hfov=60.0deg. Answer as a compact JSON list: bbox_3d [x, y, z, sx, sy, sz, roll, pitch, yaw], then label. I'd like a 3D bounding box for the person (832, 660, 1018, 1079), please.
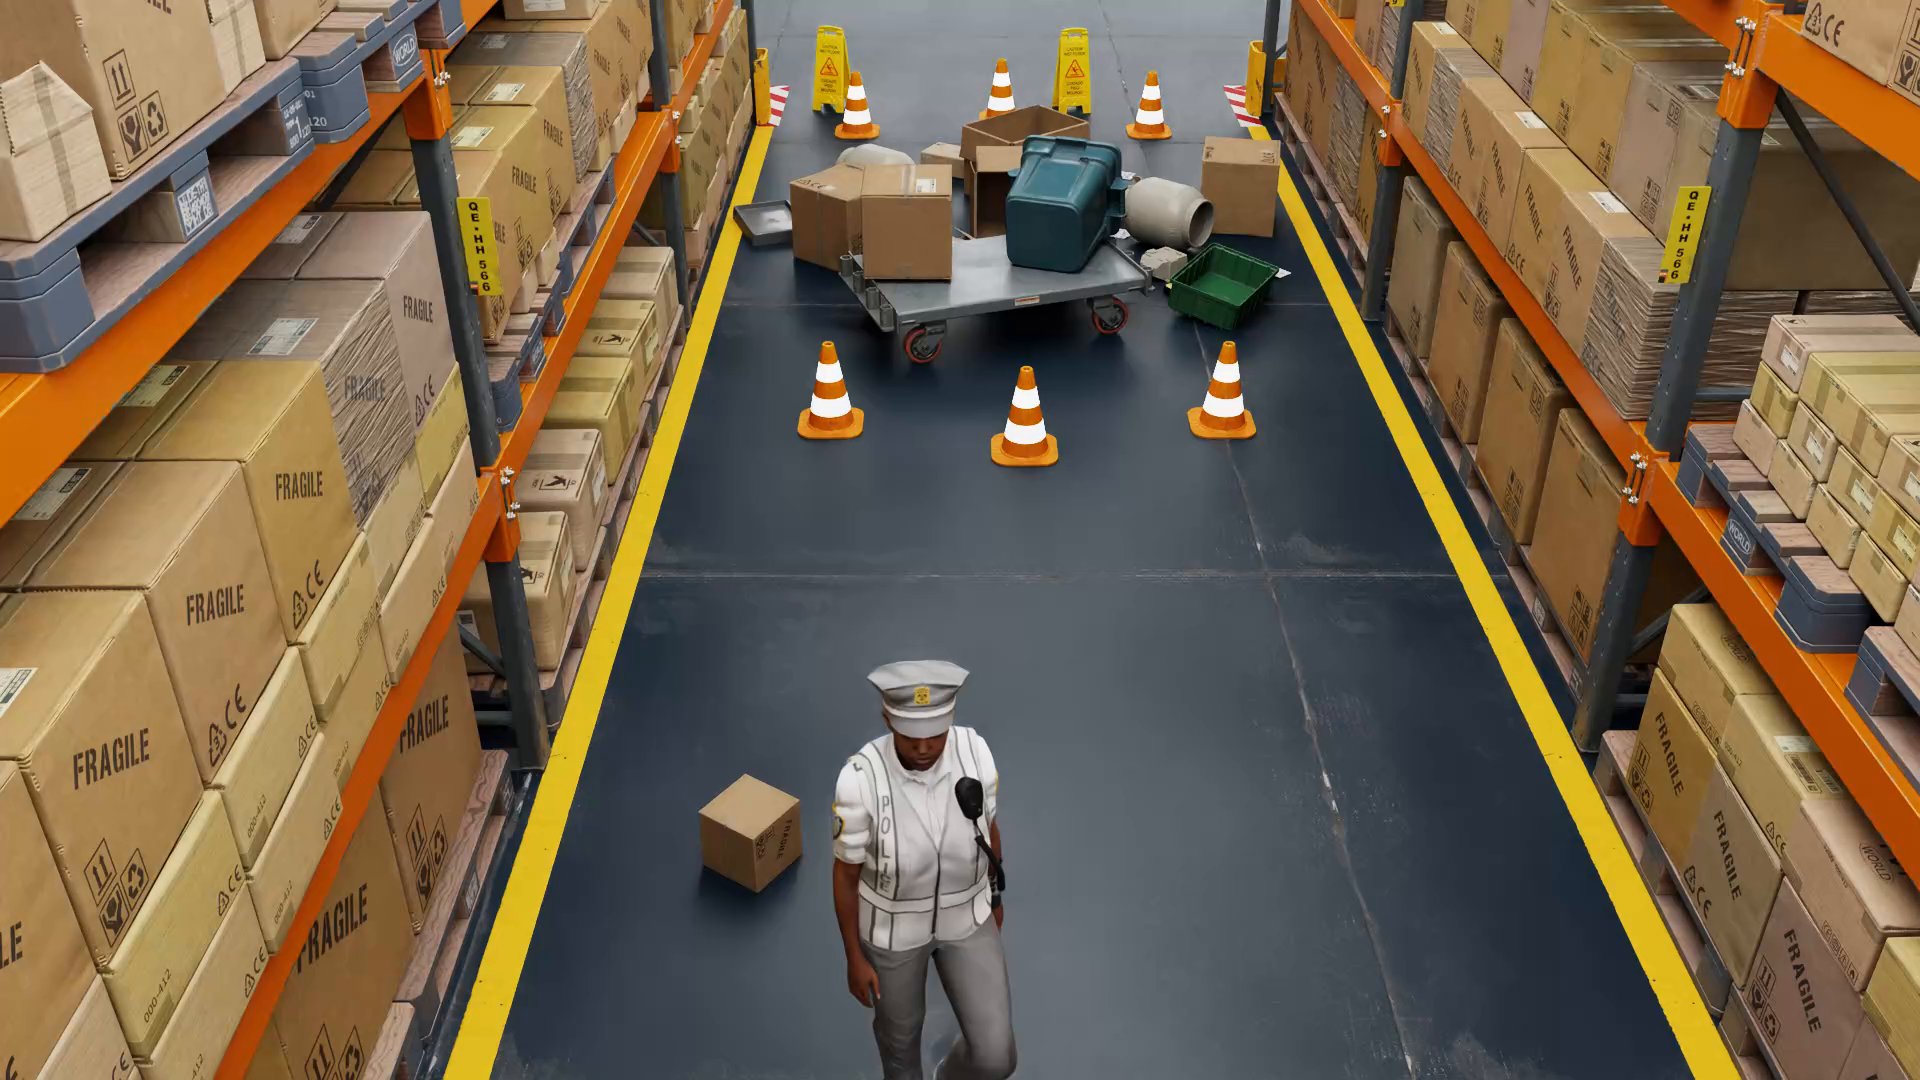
[{"bbox_3d":[-0.086,1.048,4.402,0.484,1.721,0.479,-8,33,-13],"label":"person"}]
